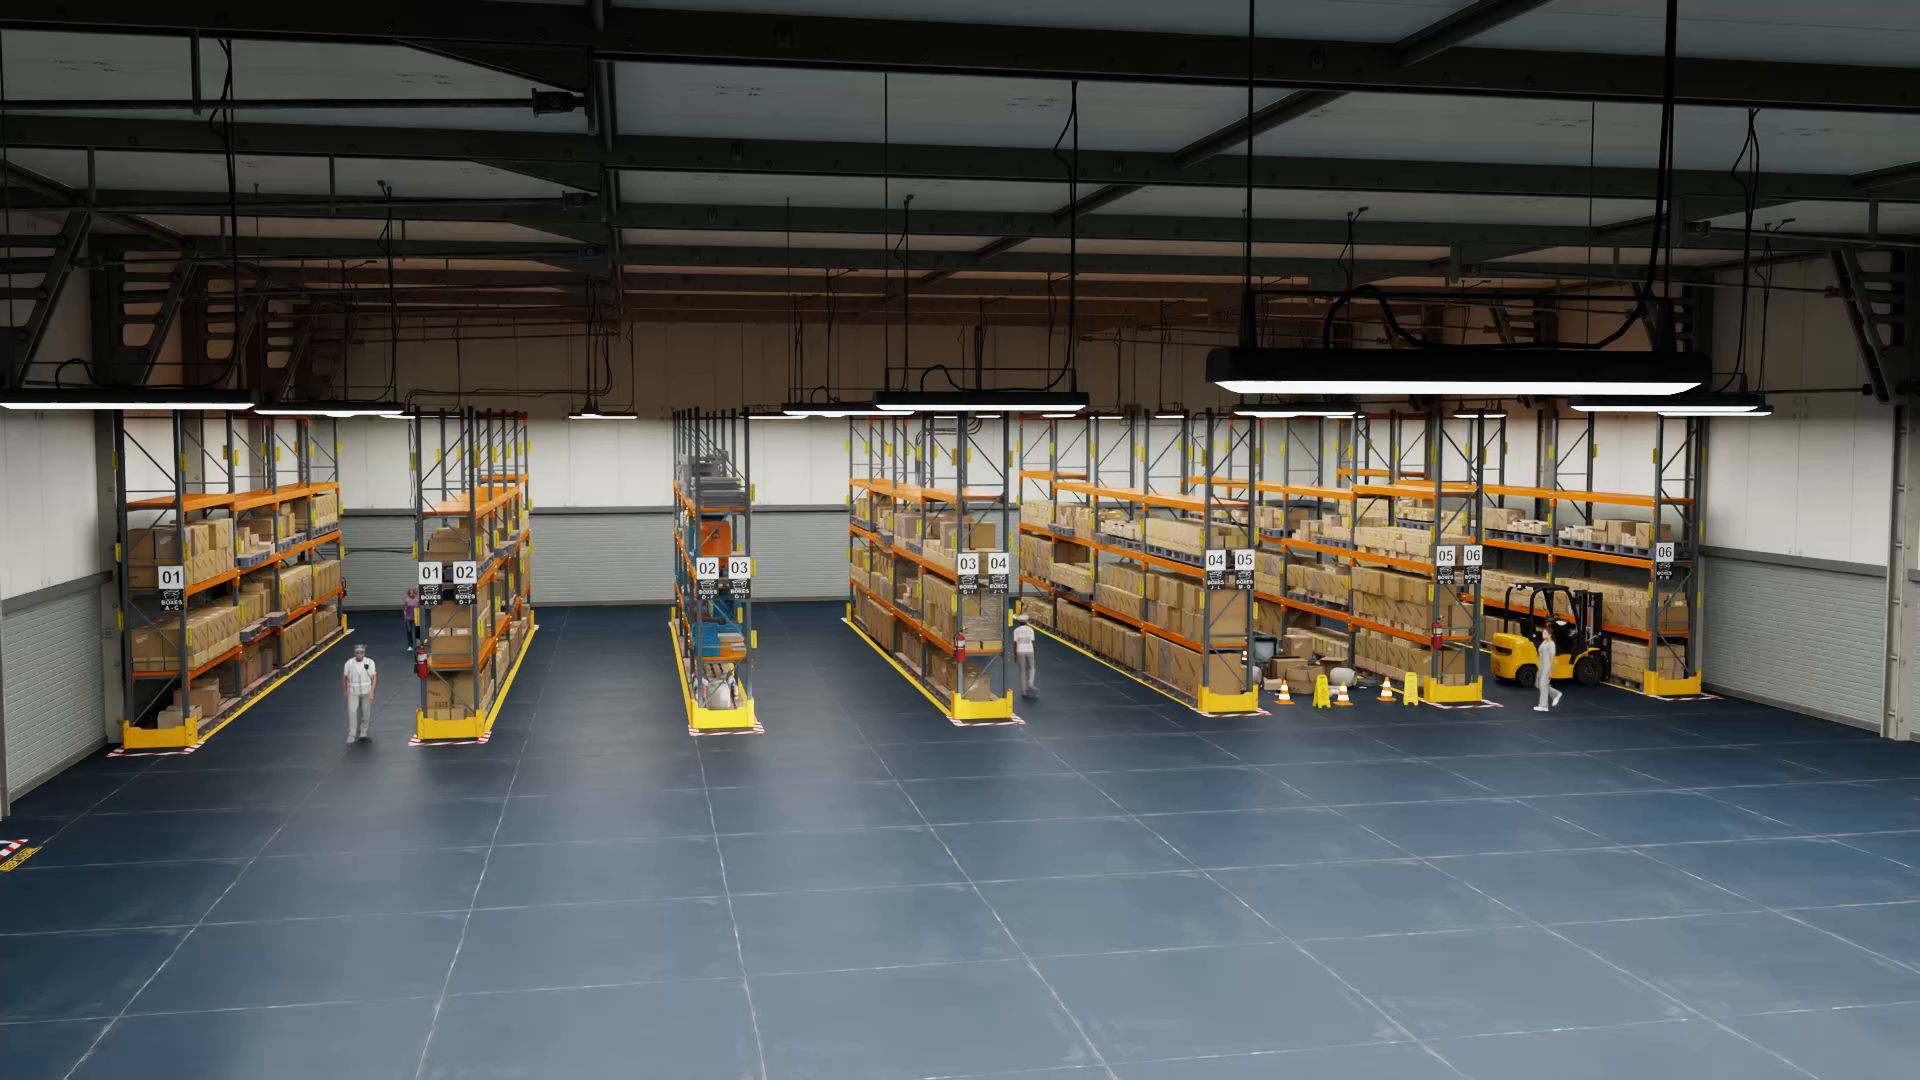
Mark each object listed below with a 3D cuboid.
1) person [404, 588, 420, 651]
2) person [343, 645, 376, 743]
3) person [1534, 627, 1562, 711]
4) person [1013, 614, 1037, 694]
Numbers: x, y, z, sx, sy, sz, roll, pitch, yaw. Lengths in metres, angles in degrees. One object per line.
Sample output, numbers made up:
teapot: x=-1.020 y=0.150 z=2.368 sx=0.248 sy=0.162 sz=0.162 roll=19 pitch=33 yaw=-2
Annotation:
person: x=-13.710 y=1.965 z=41.682 sx=0.419 sy=1.562 sz=0.768 roll=-1 pitch=4 yaw=-13
person: x=-10.759 y=2.724 z=29.784 sx=0.585 sy=1.713 sz=0.951 roll=-2 pitch=5 yaw=-26
person: x=11.649 y=2.542 z=32.864 sx=0.663 sy=1.654 sz=0.456 roll=-1 pitch=4 yaw=-12
person: x=1.367 y=2.393 z=34.939 sx=0.507 sy=1.679 sz=0.456 roll=0 pitch=4 yaw=0
